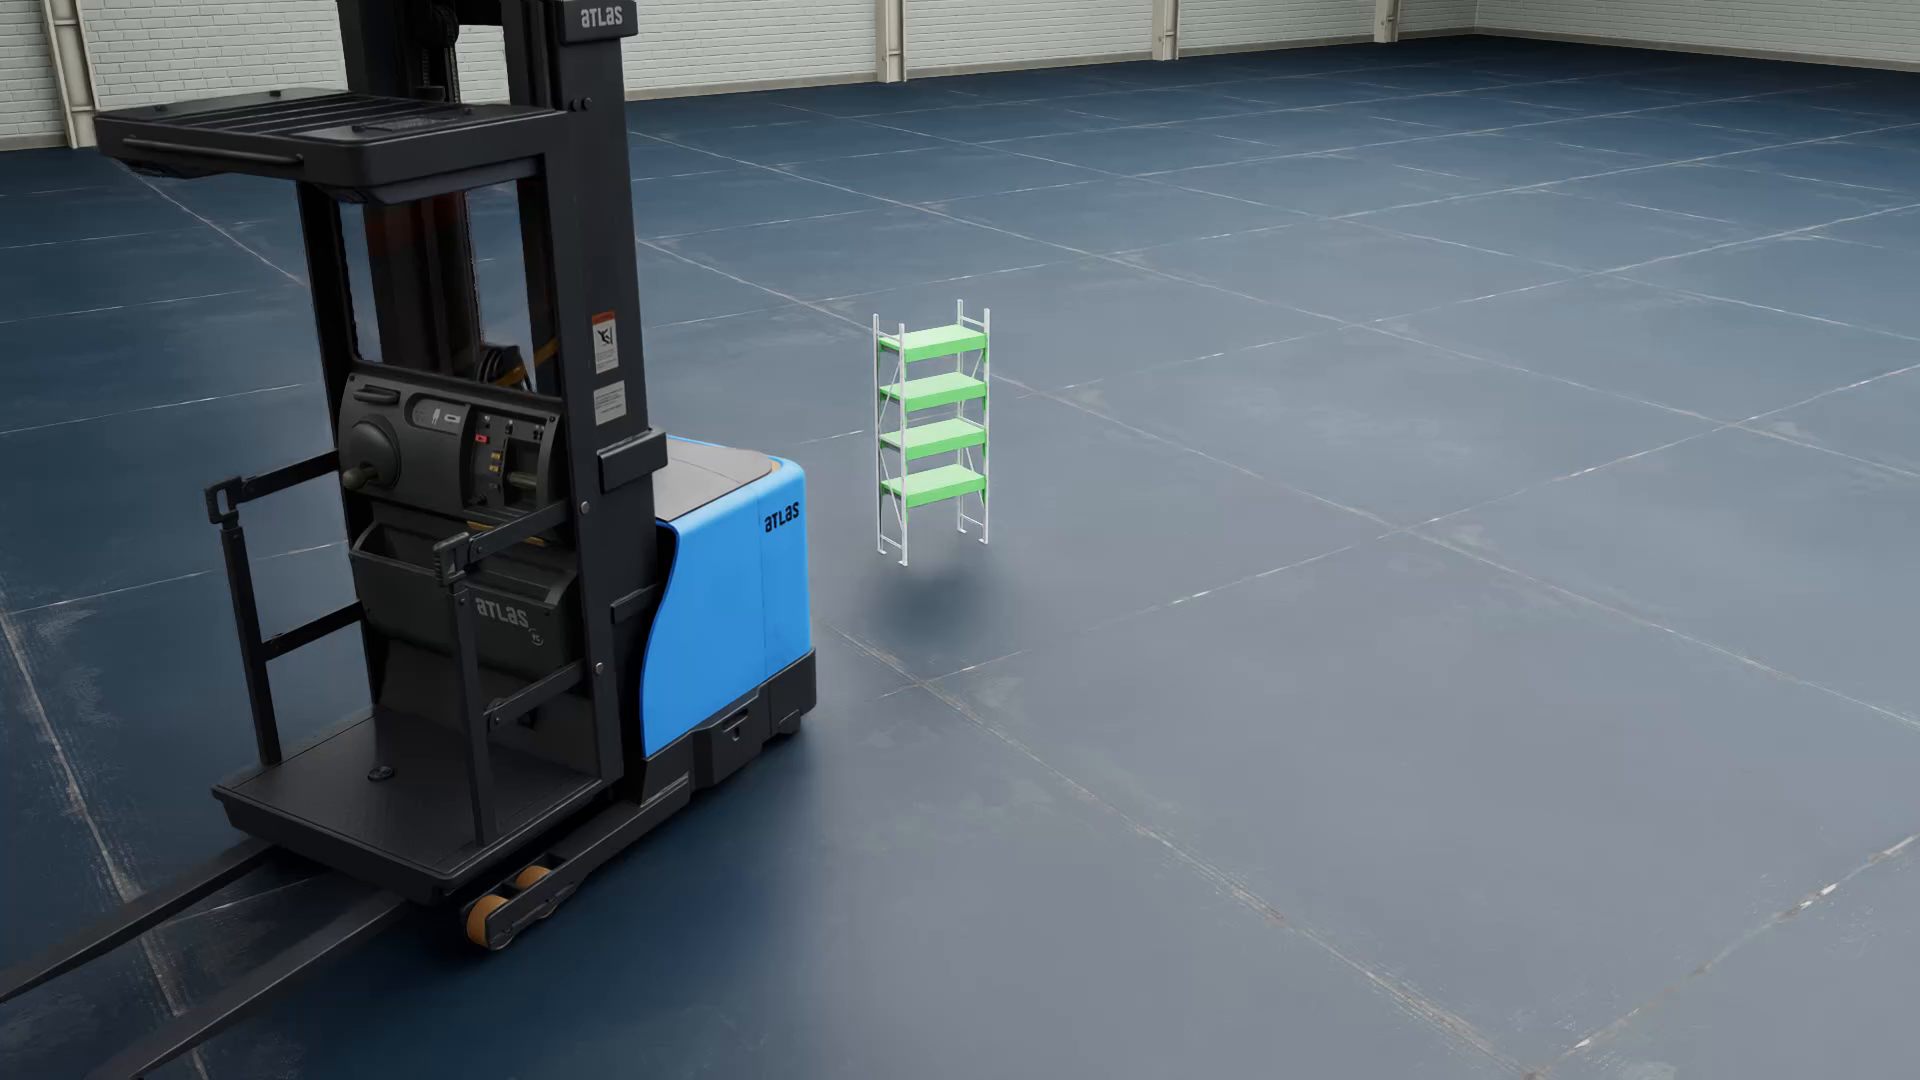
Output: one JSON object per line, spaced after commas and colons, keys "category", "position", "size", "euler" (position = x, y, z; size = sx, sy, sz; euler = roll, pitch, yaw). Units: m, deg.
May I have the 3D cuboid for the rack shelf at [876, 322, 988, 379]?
{"category": "rack shelf", "position": [-0.134, -0.908, 7.930], "size": [0.480, 0.148, 0.258], "euler": [-15, 26, -33]}

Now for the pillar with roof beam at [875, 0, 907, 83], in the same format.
{"category": "pillar with roof beam", "position": [1.394, -10.395, 22.304], "size": [0.400, 9.000, 9.100], "euler": [-15, 26, -33]}

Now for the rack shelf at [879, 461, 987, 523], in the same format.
{"category": "rack shelf", "position": [-0.134, -0.239, 8.197], "size": [0.480, 0.148, 0.258], "euler": [-15, 26, -33]}

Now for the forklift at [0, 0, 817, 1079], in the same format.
{"category": "forklift", "position": [-1.744, -0.277, 5.136], "size": [1.130, 2.935, 3.031], "euler": [12, 25, 28]}

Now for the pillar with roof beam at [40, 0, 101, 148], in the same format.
{"category": "pillar with roof beam", "position": [-8.347, -7.797, 15.795], "size": [0.400, 9.000, 9.100], "euler": [-15, 26, -33]}

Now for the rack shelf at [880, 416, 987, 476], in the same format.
{"category": "rack shelf", "position": [-0.134, -0.462, 8.108], "size": [0.480, 0.148, 0.258], "euler": [-15, 26, -33]}

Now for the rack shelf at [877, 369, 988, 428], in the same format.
{"category": "rack shelf", "position": [-0.134, -0.685, 8.019], "size": [0.480, 0.148, 0.258], "euler": [-15, 26, -33]}

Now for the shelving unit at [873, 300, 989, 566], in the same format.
{"category": "shelving unit", "position": [-0.134, -0.521, 8.084], "size": [0.503, 1.200, 0.258], "euler": [-15, 26, -33]}

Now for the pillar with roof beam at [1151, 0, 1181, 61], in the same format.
{"category": "pillar with roof beam", "position": [6.264, -11.693, 25.559], "size": [0.400, 9.000, 9.100], "euler": [-15, 26, -33]}

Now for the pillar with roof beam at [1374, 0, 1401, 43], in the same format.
{"category": "pillar with roof beam", "position": [11.135, -12.992, 28.813], "size": [0.400, 9.000, 9.100], "euler": [-15, 26, -33]}

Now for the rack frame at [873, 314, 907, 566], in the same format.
{"category": "rack frame", "position": [-0.332, -0.469, 7.952], "size": [0.015, 1.200, 0.240], "euler": [-15, 26, -33]}

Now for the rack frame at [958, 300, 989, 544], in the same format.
{"category": "rack frame", "position": [0.064, -0.574, 8.217], "size": [0.015, 1.200, 0.240], "euler": [-15, 26, -33]}
